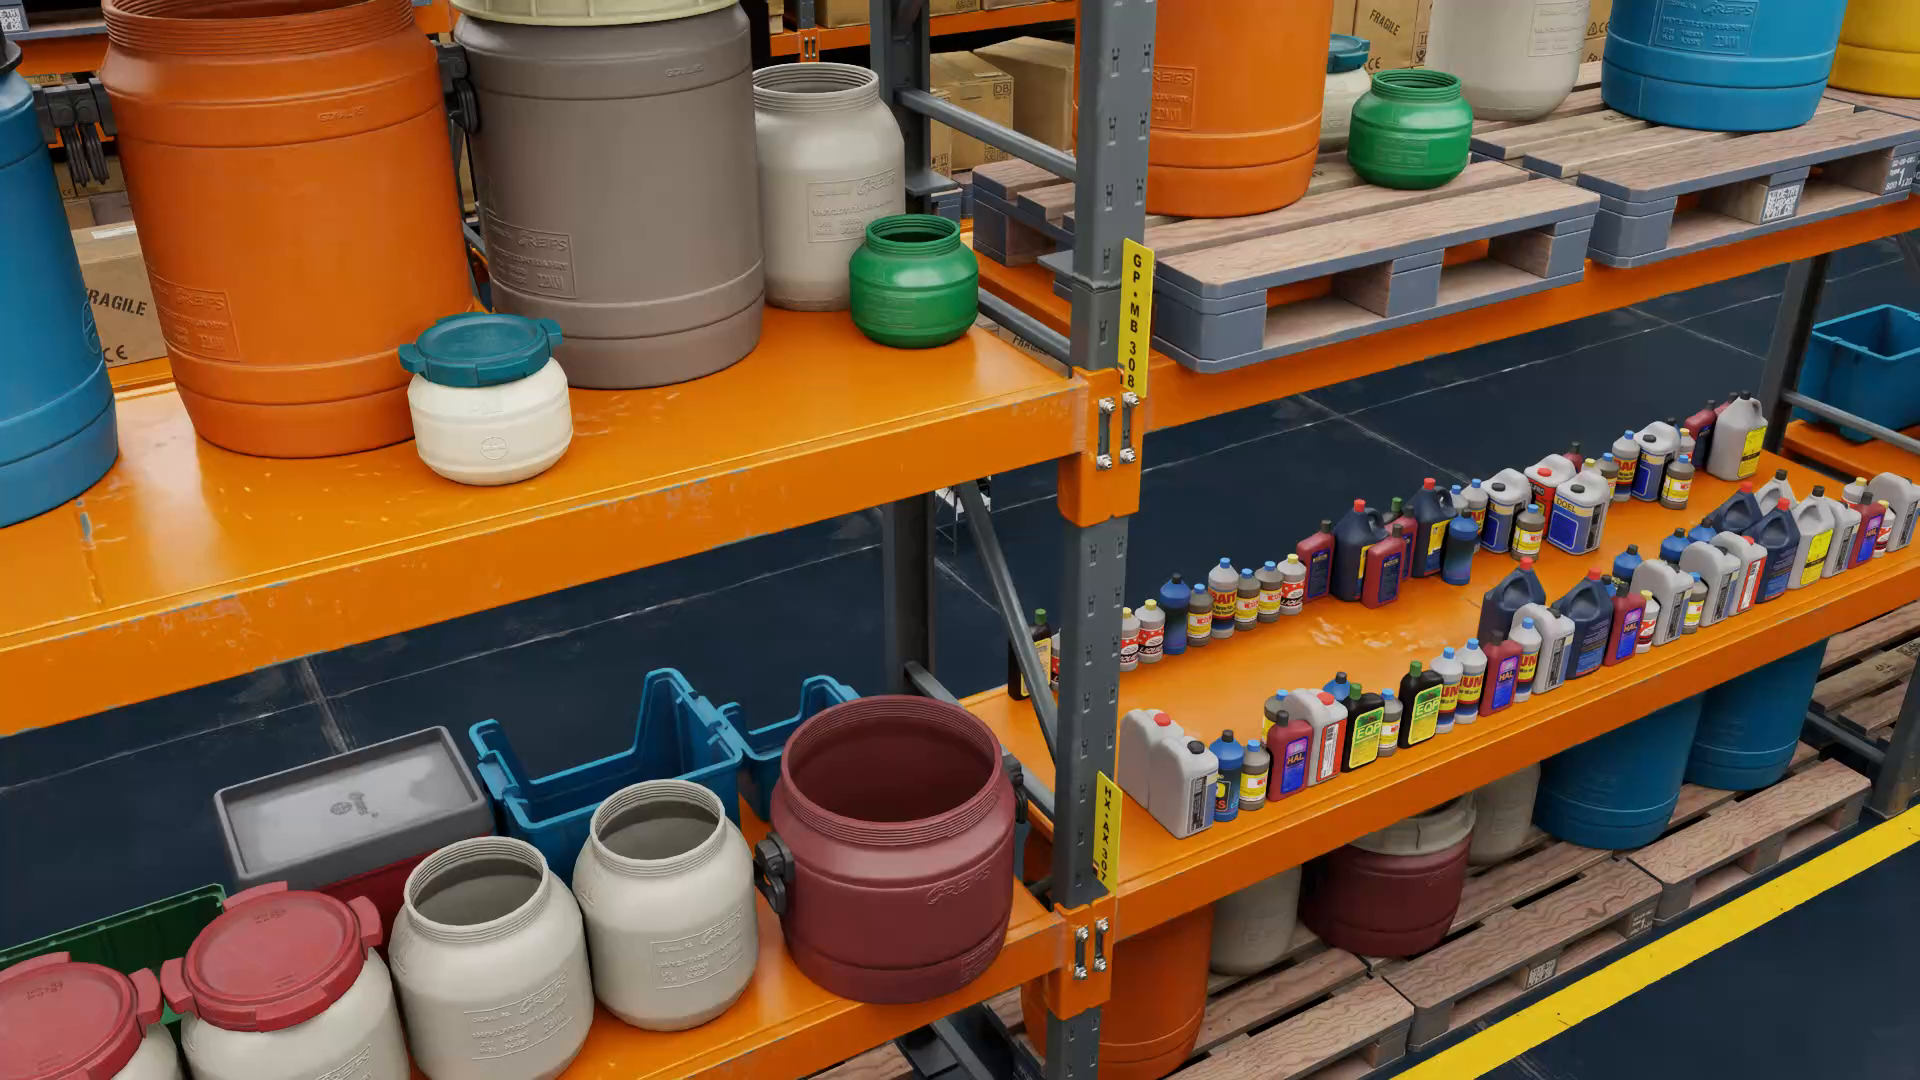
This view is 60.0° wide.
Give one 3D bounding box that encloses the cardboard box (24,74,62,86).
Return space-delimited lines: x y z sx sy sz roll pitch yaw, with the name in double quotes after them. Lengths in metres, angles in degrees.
-6.400 -3.353 11.163 0.500 0.500 0.700 -16 33 -26 "cardboard box"

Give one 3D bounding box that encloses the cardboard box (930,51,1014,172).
-0.058 -2.477 9.596 0.500 0.500 0.700 -11 31 -19 "cardboard box"

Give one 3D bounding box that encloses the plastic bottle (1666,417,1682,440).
2.710 -0.342 6.398 0.097 0.271 0.097 0 29 0 "plastic bottle"

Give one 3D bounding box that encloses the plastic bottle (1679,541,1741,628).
2.489 0.129 5.541 0.135 0.276 0.152 -16 33 -26 "plastic bottle"

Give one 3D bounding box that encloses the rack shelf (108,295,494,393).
-4.148 -0.683 7.628 4.000 0.370 1.077 -16 33 -26 "rack shelf"

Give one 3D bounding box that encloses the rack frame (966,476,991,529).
0.095 -0.421 8.581 0.006 0.900 0.240 -16 33 -26 "rack frame"

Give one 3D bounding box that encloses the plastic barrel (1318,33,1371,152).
0.932 -1.183 4.394 0.301 0.262 0.301 0 29 0 "plastic barrel"

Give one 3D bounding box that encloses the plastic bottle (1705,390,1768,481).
3.028 -0.420 6.457 0.185 0.351 0.144 -16 33 -26 "plastic bottle"

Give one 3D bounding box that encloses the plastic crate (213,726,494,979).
-1.466 0.817 4.099 0.583 0.464 0.402 -16 33 -26 "plastic crate"

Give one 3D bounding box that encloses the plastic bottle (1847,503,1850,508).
3.123 -0.037 5.919 0.097 0.201 0.097 0 29 0 "plastic bottle"

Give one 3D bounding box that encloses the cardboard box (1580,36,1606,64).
4.225 -3.267 11.461 0.500 0.500 0.500 -15 32 -25 "cardboard box"

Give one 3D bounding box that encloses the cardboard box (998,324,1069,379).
0.314 -1.207 9.965 0.500 0.500 0.500 -16 33 -26 "cardboard box"

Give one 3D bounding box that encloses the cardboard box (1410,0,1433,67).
2.906 -3.325 10.533 0.500 0.500 0.500 -15 32 -25 "cardboard box"

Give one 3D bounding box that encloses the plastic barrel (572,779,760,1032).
-0.696 0.869 3.956 0.421 0.512 0.421 0 29 0 "plastic barrel"

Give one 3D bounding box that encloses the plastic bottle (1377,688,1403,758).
1.247 0.529 4.892 0.097 0.201 0.097 0 29 0 "plastic bottle"

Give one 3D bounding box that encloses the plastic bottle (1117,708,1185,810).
0.542 0.596 4.693 0.135 0.276 0.152 -16 33 -26 "plastic bottle"

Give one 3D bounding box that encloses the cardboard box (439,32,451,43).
-3.932 -3.870 12.226 0.500 0.500 0.500 -15 32 -25 "cardboard box"

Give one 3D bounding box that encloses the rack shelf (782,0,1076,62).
0.236 -4.704 14.914 4.000 0.370 1.077 -16 33 -26 "rack shelf"

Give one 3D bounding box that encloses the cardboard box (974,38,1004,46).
0.322 -4.472 15.230 0.250 0.149 0.380 -15 32 -26 "cardboard box"

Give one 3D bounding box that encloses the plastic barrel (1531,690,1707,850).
2.443 0.632 6.238 0.708 0.901 0.600 -16 33 -26 "plastic barrel"

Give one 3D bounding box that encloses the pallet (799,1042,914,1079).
-0.605 1.971 4.960 1.213 0.211 1.003 -16 33 -26 "pallet"

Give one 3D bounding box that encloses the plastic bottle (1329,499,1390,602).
1.359 0.020 5.660 0.185 0.351 0.144 -16 33 -26 "plastic bottle"

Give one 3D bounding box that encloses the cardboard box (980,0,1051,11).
0.242 -5.145 14.659 0.700 0.700 0.980 -18 33 -29 "cardboard box"

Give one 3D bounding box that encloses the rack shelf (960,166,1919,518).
1.807 -0.911 4.937 4.000 0.370 1.077 -16 33 -26 "rack shelf"

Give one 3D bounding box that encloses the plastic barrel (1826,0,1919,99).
2.847 -1.674 4.945 0.600 0.588 0.600 0 29 0 "plastic barrel"

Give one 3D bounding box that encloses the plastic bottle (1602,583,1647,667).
2.113 0.258 5.299 0.133 0.283 0.061 -16 33 -26 "plastic bottle"

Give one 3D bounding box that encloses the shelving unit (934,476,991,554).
0.007 -0.396 8.536 0.210 0.900 0.258 -16 33 -26 "shelving unit"

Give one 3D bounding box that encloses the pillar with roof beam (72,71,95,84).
-4.315 -4.426 7.456 0.400 9.000 9.100 -16 33 -26 "pillar with roof beam"

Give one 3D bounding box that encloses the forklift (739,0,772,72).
-1.967 -2.577 10.386 3.031 2.935 1.130 -15 32 -25 "forklift"

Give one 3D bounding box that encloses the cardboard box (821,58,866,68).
-1.017 -4.091 14.539 0.250 0.149 0.380 -16 33 -27 "cardboard box"

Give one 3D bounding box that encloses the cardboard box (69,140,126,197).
-6.054 -2.666 11.831 0.500 0.250 0.500 -15 32 -25 "cardboard box"

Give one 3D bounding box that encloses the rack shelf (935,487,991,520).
0.007 -0.209 8.639 0.200 0.077 0.258 -16 33 -26 "rack shelf"

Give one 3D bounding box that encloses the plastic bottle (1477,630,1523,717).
1.639 0.393 5.055 0.133 0.283 0.061 -16 33 -26 "plastic bottle"

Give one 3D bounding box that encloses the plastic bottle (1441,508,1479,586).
1.732 0.017 5.749 0.097 0.271 0.097 0 29 0 "plastic bottle"

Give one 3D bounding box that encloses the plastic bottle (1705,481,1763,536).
2.672 -0.034 5.759 0.185 0.351 0.144 -16 33 -26 "plastic bottle"

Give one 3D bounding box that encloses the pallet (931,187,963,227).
-0.750 -1.882 9.254 1.213 0.211 1.003 -16 33 -26 "pallet"

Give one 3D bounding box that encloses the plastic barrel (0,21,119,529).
-1.910 -0.512 2.950 0.708 0.901 0.600 -16 33 -26 "plastic barrel"

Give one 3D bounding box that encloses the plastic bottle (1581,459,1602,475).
2.342 -0.207 6.226 0.097 0.201 0.097 0 29 0 "plastic bottle"

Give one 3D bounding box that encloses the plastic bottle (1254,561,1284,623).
1.026 0.167 5.549 0.097 0.201 0.097 0 29 0 "plastic bottle"

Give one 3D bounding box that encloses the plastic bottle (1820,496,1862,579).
3.040 -0.028 5.824 0.135 0.276 0.152 -16 33 -26 "plastic bottle"

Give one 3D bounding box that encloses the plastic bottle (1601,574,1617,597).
2.057 0.235 5.353 0.097 0.271 0.097 0 29 0 "plastic bottle"

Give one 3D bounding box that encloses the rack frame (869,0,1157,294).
0.082 -2.050 3.151 0.127 3.000 1.000 -16 33 -26 "rack frame"

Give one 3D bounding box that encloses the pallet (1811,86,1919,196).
2.905 -1.400 5.274 1.003 0.211 1.213 -16 33 -26 "pallet"

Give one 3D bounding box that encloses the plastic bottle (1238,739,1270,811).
0.817 0.652 4.670 0.097 0.201 0.097 0 29 0 "plastic bottle"

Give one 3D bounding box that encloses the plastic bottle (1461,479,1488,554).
1.827 -0.091 5.944 0.097 0.271 0.097 0 29 0 "plastic bottle"

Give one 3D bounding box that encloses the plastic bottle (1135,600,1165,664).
0.607 0.286 5.333 0.097 0.201 0.097 0 29 0 "plastic bottle"

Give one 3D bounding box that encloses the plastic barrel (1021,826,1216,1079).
0.495 1.216 5.253 0.708 0.830 0.600 -16 33 -26 "plastic barrel"
